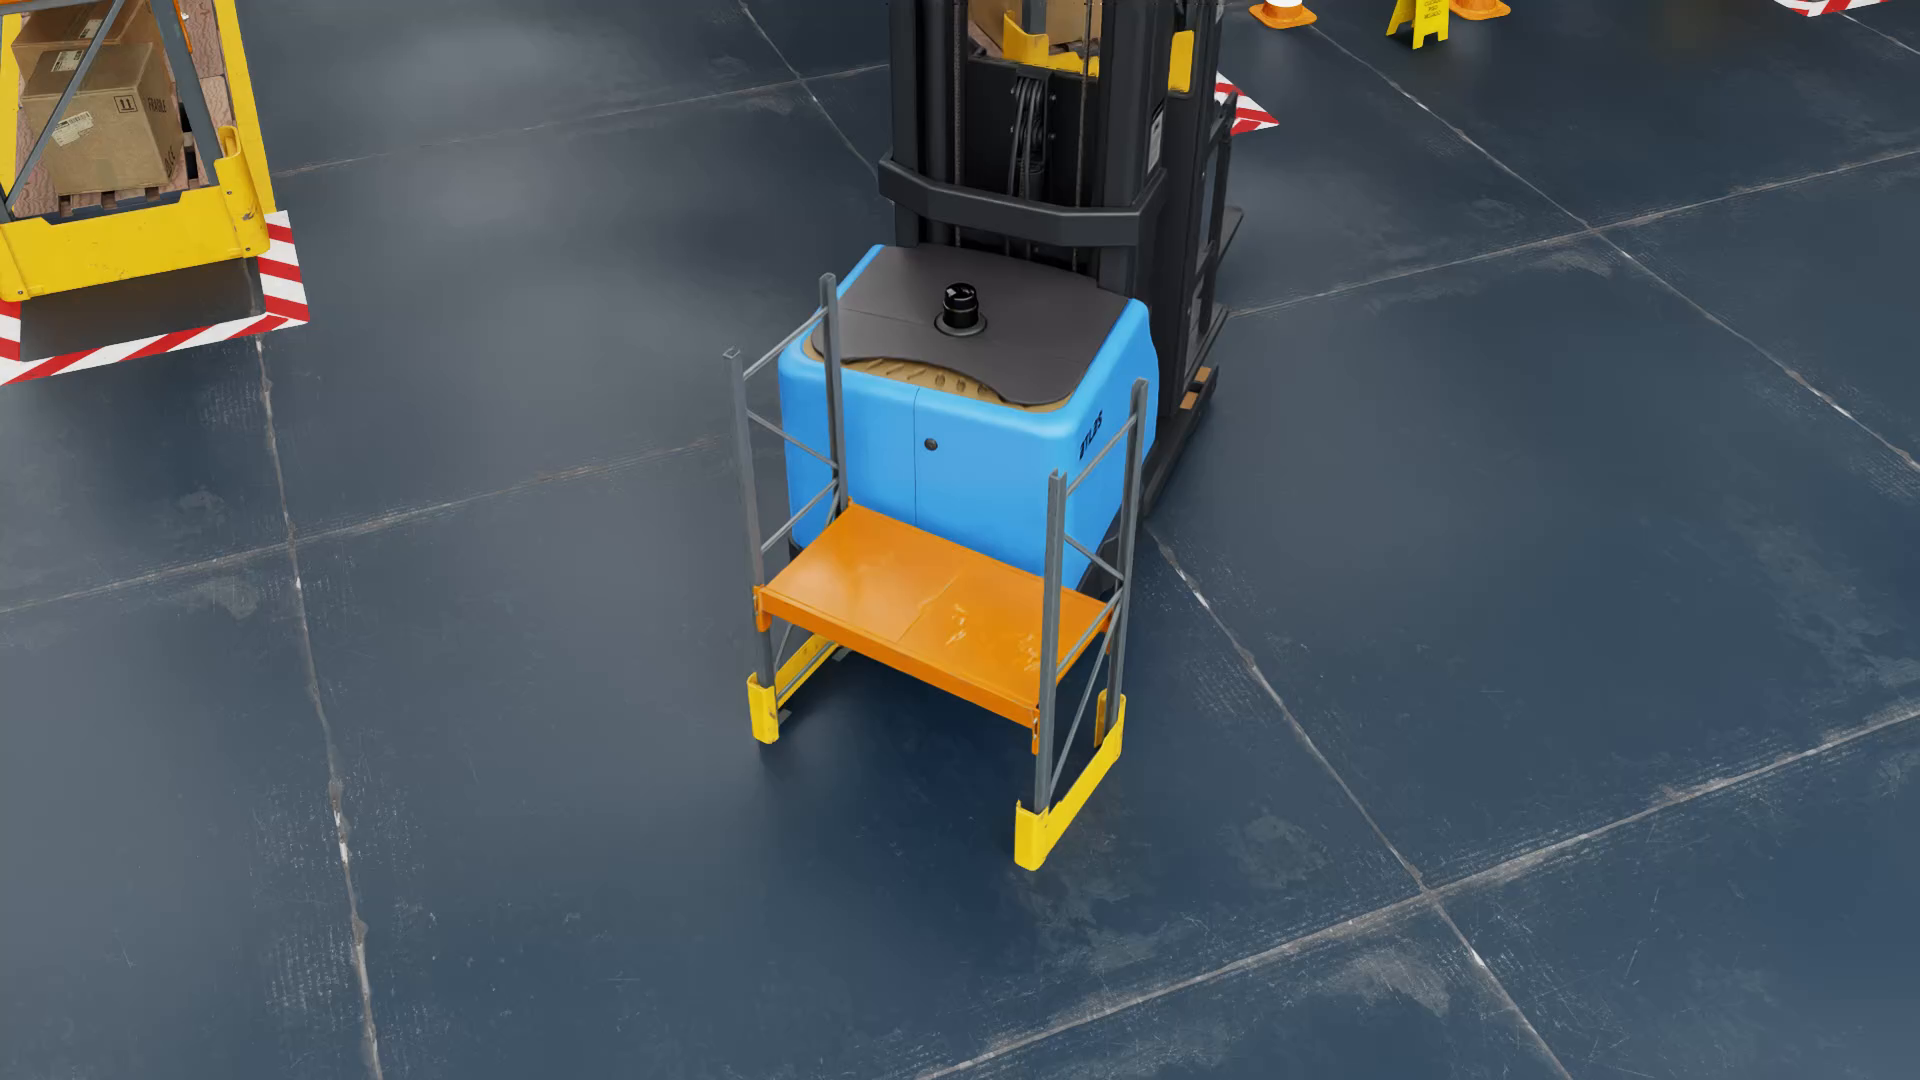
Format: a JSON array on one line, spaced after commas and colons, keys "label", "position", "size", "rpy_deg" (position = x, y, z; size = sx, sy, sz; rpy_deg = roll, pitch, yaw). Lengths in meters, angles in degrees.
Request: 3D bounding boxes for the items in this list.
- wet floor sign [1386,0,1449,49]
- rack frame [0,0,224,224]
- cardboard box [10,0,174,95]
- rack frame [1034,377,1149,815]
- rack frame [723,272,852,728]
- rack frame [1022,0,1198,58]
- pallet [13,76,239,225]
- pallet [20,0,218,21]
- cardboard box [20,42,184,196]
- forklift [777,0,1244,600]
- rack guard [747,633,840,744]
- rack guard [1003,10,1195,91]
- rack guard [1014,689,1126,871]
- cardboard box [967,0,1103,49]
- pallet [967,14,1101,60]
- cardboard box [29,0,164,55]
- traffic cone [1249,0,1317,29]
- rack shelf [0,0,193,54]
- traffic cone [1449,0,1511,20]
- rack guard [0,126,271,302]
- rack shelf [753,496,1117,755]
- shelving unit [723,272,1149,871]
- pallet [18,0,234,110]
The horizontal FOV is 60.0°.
[{"label": "wet floor sign", "position": [2.647, -3.161, 9.431], "size": [0.267, 0.644, 0.232], "rpy_deg": [-23, 46, -24]}, {"label": "rack frame", "position": [-3.815, -2.401, 6.741], "size": [1.000, 3.000, 0.127], "rpy_deg": [-15, 43, -17]}, {"label": "cardboard box", "position": [-4.299, -2.344, 8.271], "size": [0.500, 0.500, 0.500], "rpy_deg": [-5, 41, -6]}, {"label": "rack frame", "position": [0.363, 0.275, 4.779], "size": [0.032, 1.500, 0.500], "rpy_deg": [22, 45, 23]}, {"label": "rack frame", "position": [-0.505, -0.070, 5.181], "size": [0.032, 1.500, 0.500], "rpy_deg": [22, 45, 23]}, {"label": "rack frame", "position": [0.806, -3.577, 8.110], "size": [1.000, 3.000, 0.127], "rpy_deg": [-15, 43, -17]}, {"label": "pallet", "position": [-4.122, -1.888, 8.283], "size": [1.003, 0.211, 1.213], "rpy_deg": [-15, 43, -17]}, {"label": "pallet", "position": [-5.056, -3.357, 9.992], "size": [1.003, 0.211, 1.213], "rpy_deg": [-15, 43, -17]}, {"label": "cardboard box", "position": [-4.038, -1.993, 7.862], "size": [0.500, 0.500, 0.500], "rpy_deg": [-8, 41, -9]}, {"label": "forklift", "position": [0.424, -1.647, 5.917], "size": [1.130, 2.935, 3.031], "rpy_deg": [15, 43, 17]}, {"label": "rack guard", "position": [-0.504, 0.404, 5.588], "size": [0.087, 0.250, 0.587], "rpy_deg": [22, 45, 23]}, {"label": "rack guard", "position": [0.815, -2.615, 8.908], "size": [1.175, 0.500, 0.348], "rpy_deg": [-15, 43, -17]}, {"label": "rack guard", "position": [0.346, 0.743, 5.195], "size": [0.087, 0.250, 0.587], "rpy_deg": [22, 45, 23]}, {"label": "cardboard box", "position": [0.486, -3.323, 9.121], "size": [0.875, 0.875, 0.875], "rpy_deg": [-15, 43, -17]}, {"label": "pallet", "position": [0.428, -2.982, 9.556], "size": [1.003, 0.211, 1.213], "rpy_deg": [-15, 43, -17]}, {"label": "cardboard box", "position": [-4.521, -2.726, 8.715], "size": [0.500, 0.500, 0.500], "rpy_deg": [-11, 42, -13]}, {"label": "traffic cone", "position": [1.915, -3.290, 9.721], "size": [0.336, 0.463, 0.334], "rpy_deg": [-15, 43, -17]}, {"label": "rack shelf", "position": [-4.580, -3.333, 8.377], "size": [1.077, 0.370, 4.000], "rpy_deg": [-15, 43, -17]}, {"label": "traffic cone", "position": [3.089, -3.367, 9.810], "size": [0.336, 0.463, 0.334], "rpy_deg": [-15, 43, -17]}, {"label": "rack guard", "position": [-3.844, -1.499, 7.610], "size": [1.175, 0.500, 0.348], "rpy_deg": [-15, 43, -17]}, {"label": "rack shelf", "position": [-0.071, 0.239, 5.098], "size": [1.000, 0.185, 0.538], "rpy_deg": [22, 45, 23]}, {"label": "shelving unit", "position": [-0.079, 0.100, 4.984], "size": [1.083, 1.500, 0.587], "rpy_deg": [22, 45, 23]}, {"label": "pallet", "position": [-4.585, -2.621, 9.136], "size": [1.003, 0.211, 1.213], "rpy_deg": [-15, 43, -17]}]
